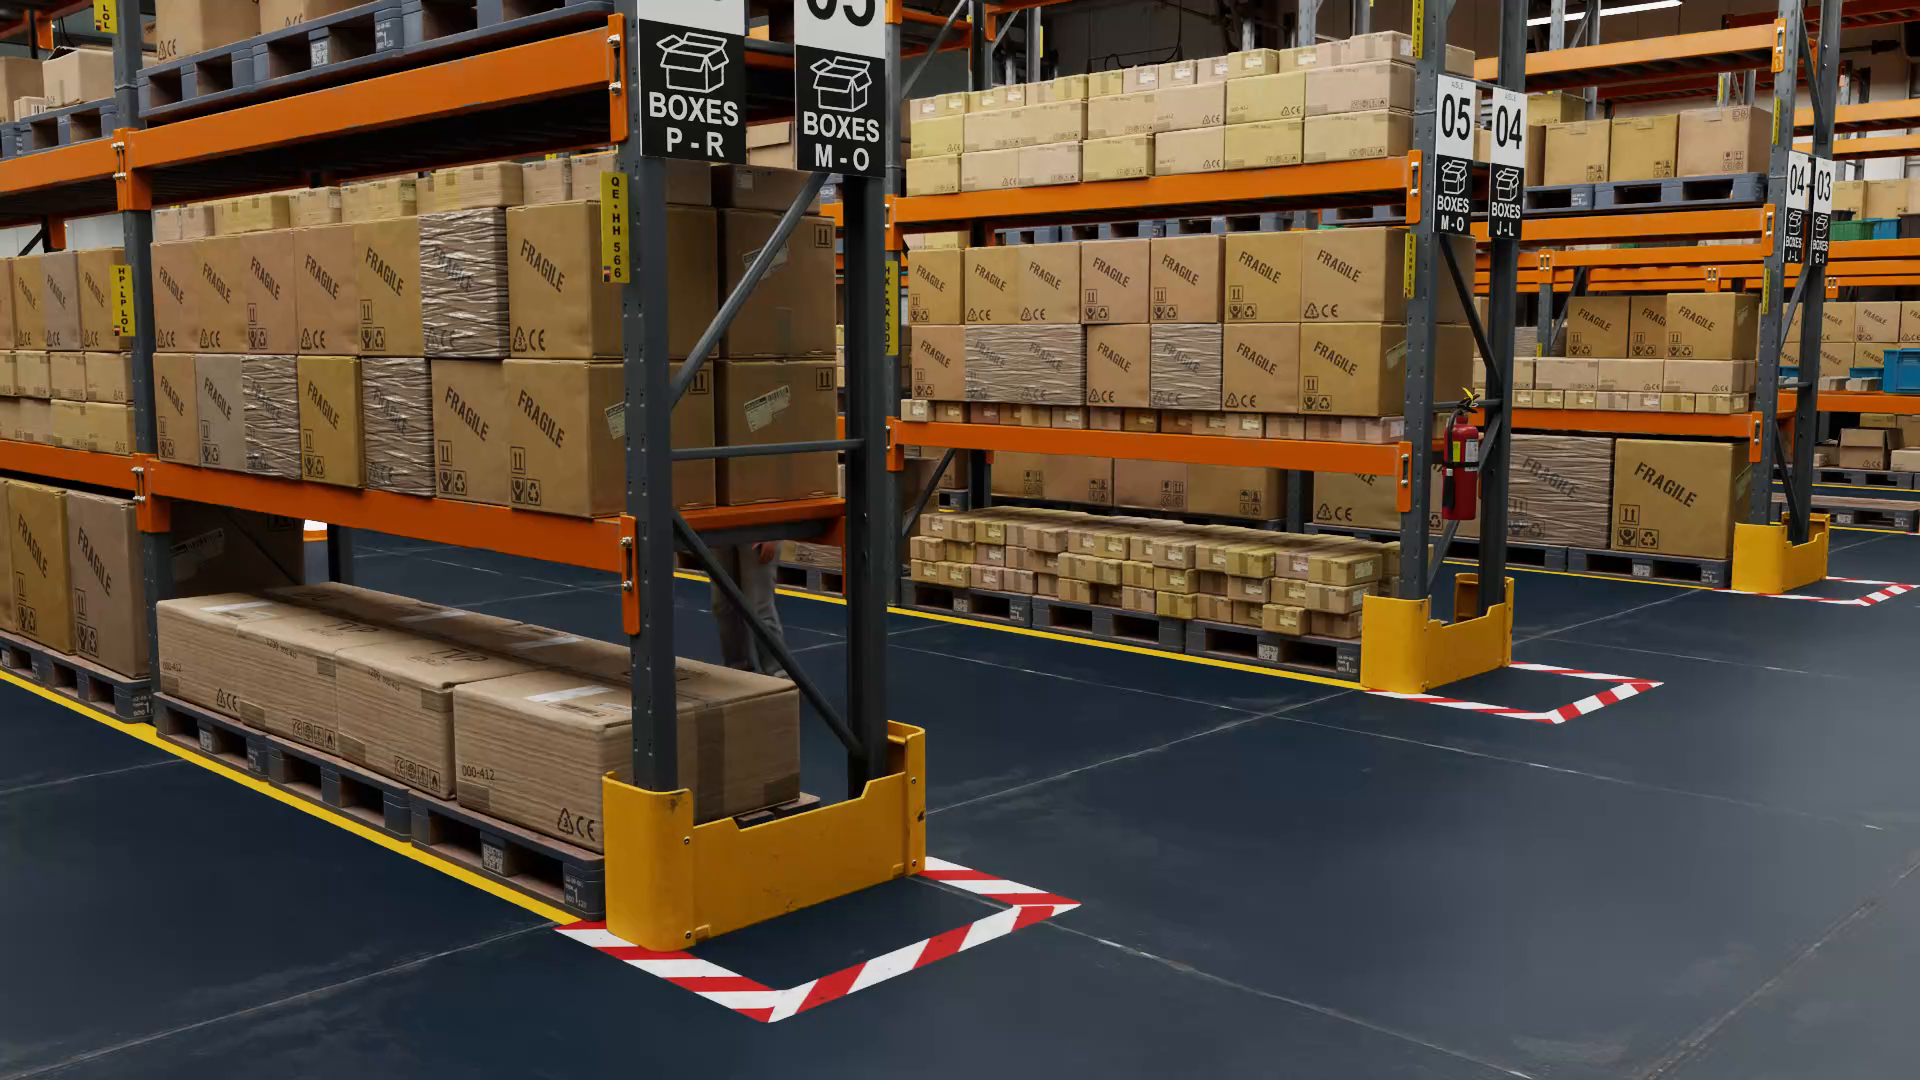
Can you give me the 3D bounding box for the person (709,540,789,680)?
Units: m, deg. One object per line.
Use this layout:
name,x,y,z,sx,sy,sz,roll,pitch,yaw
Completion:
person,-1.104,-0.043,8.631,0.534,1.789,0.366,7,10,45
